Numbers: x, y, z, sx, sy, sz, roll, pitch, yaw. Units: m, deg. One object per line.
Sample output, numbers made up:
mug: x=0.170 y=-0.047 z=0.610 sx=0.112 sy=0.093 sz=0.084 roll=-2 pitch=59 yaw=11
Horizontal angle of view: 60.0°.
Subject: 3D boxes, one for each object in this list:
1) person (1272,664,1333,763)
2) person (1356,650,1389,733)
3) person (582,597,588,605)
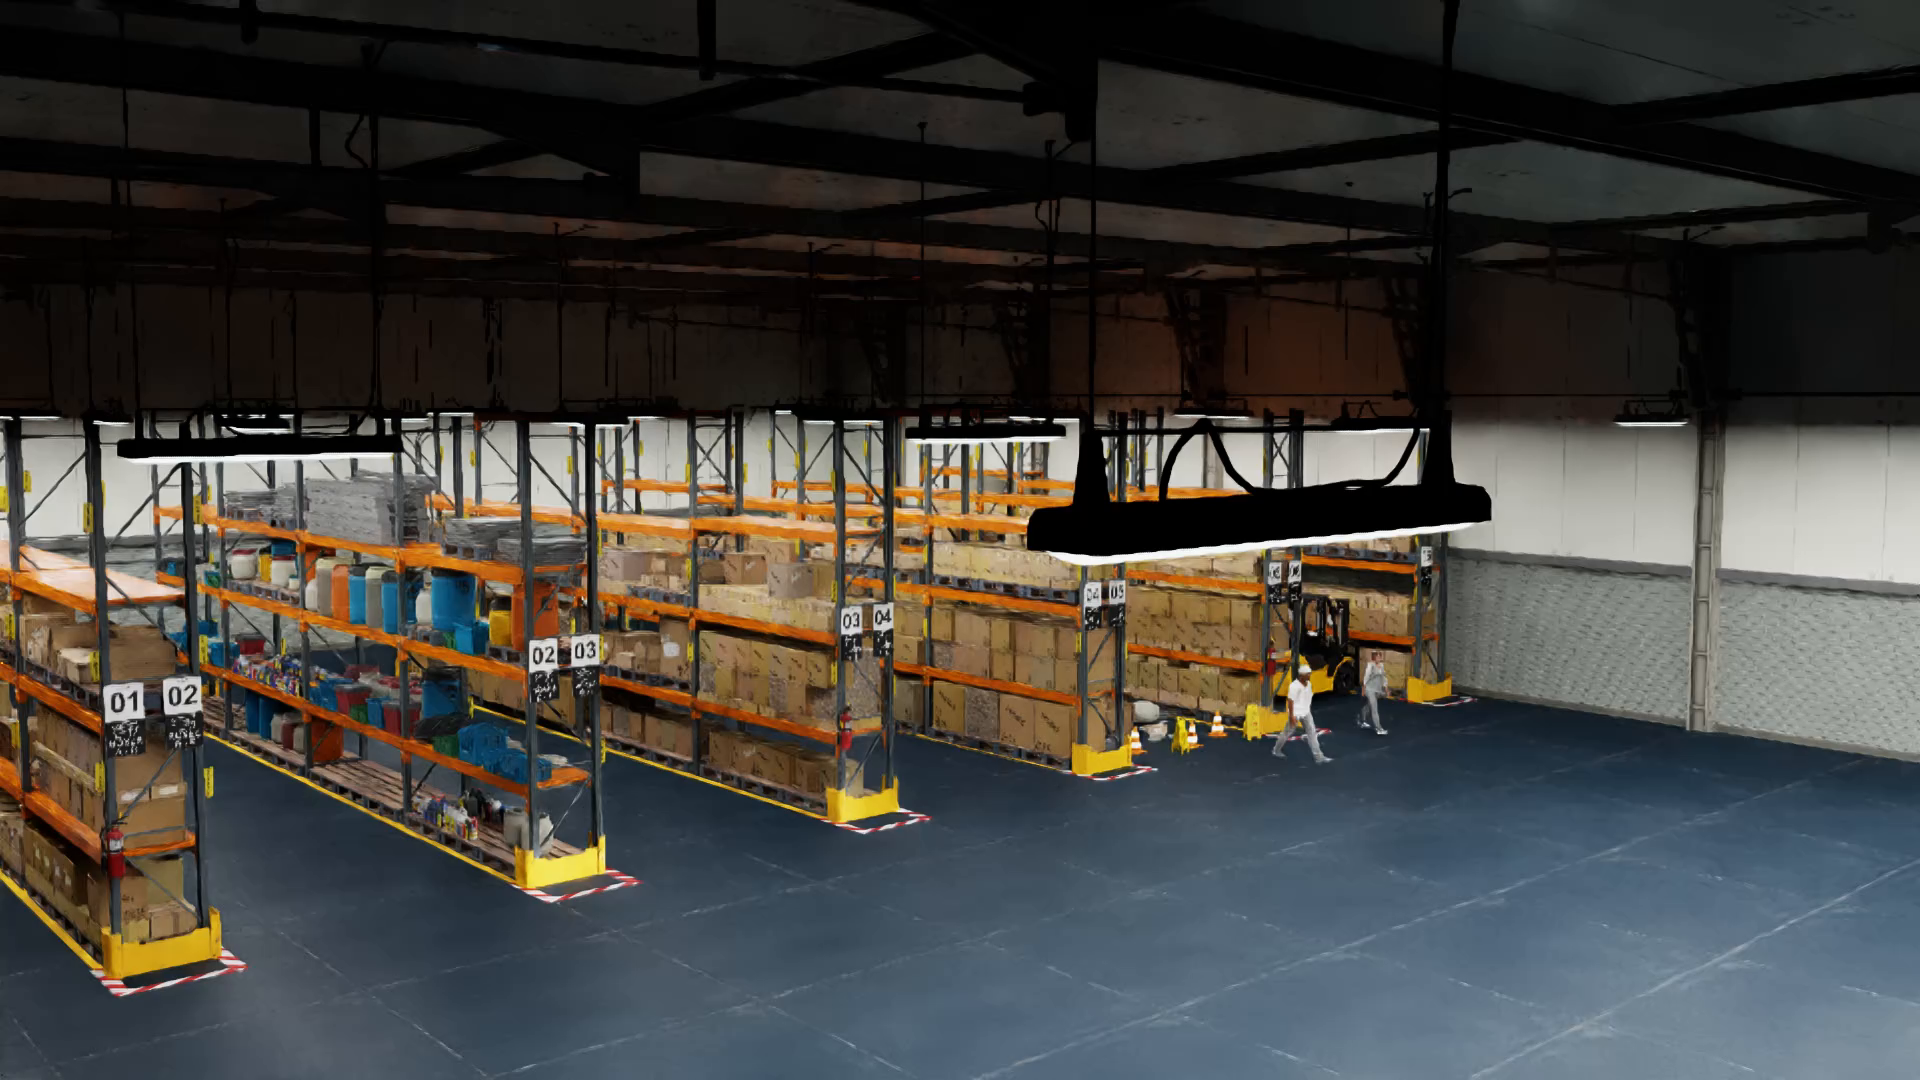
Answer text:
person: x=5.860 y=2.967 z=28.590 sx=0.577 sy=1.691 sz=1.121 roll=-4 pitch=6 yaw=-39
person: x=7.770 y=2.816 z=31.176 sx=0.407 sy=1.533 sz=0.962 roll=-3 pitch=6 yaw=-32
person: x=-9.349 y=1.926 z=40.869 sx=0.494 sy=1.660 sz=0.704 roll=0 pitch=5 yaw=1
